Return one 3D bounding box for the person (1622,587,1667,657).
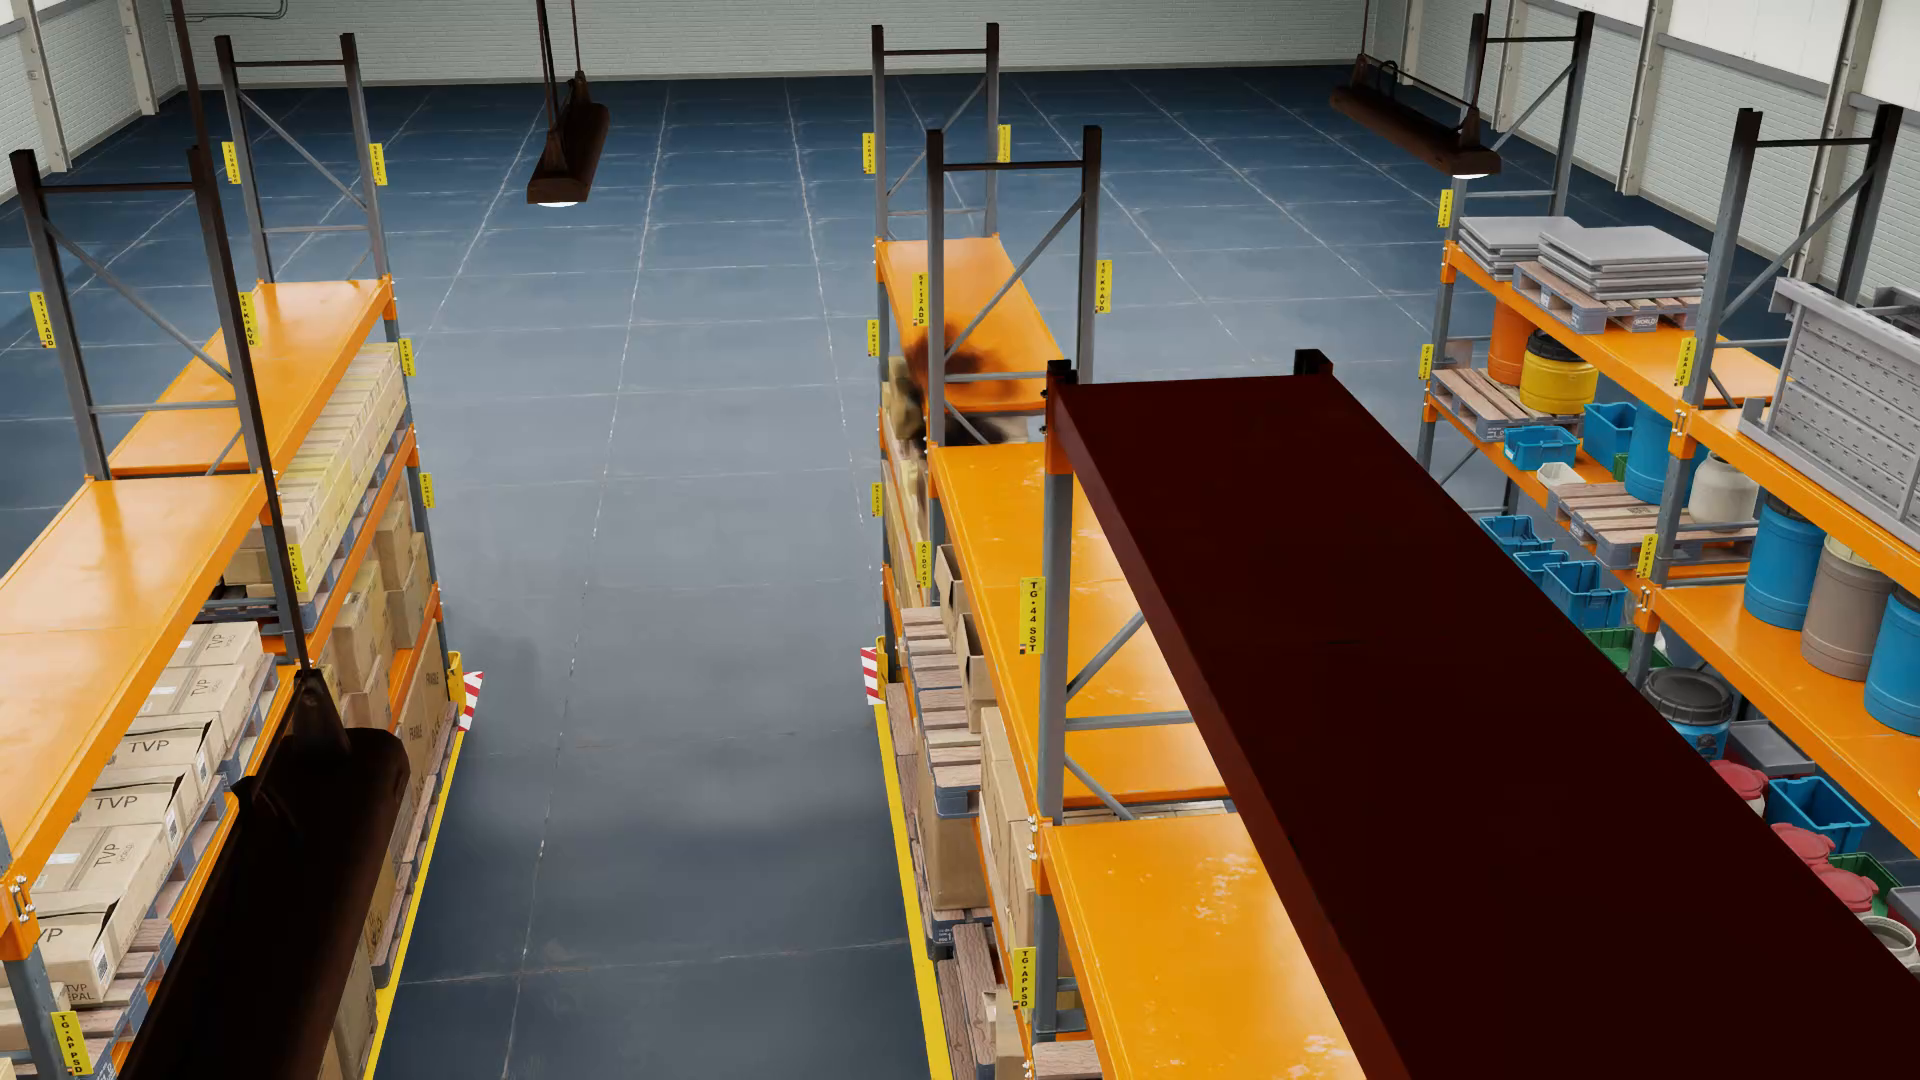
[{"bbox_3d":[6.448,0.427,15.559,0.632,1.829,0.754,-19,32,-35],"label":"person"}]
